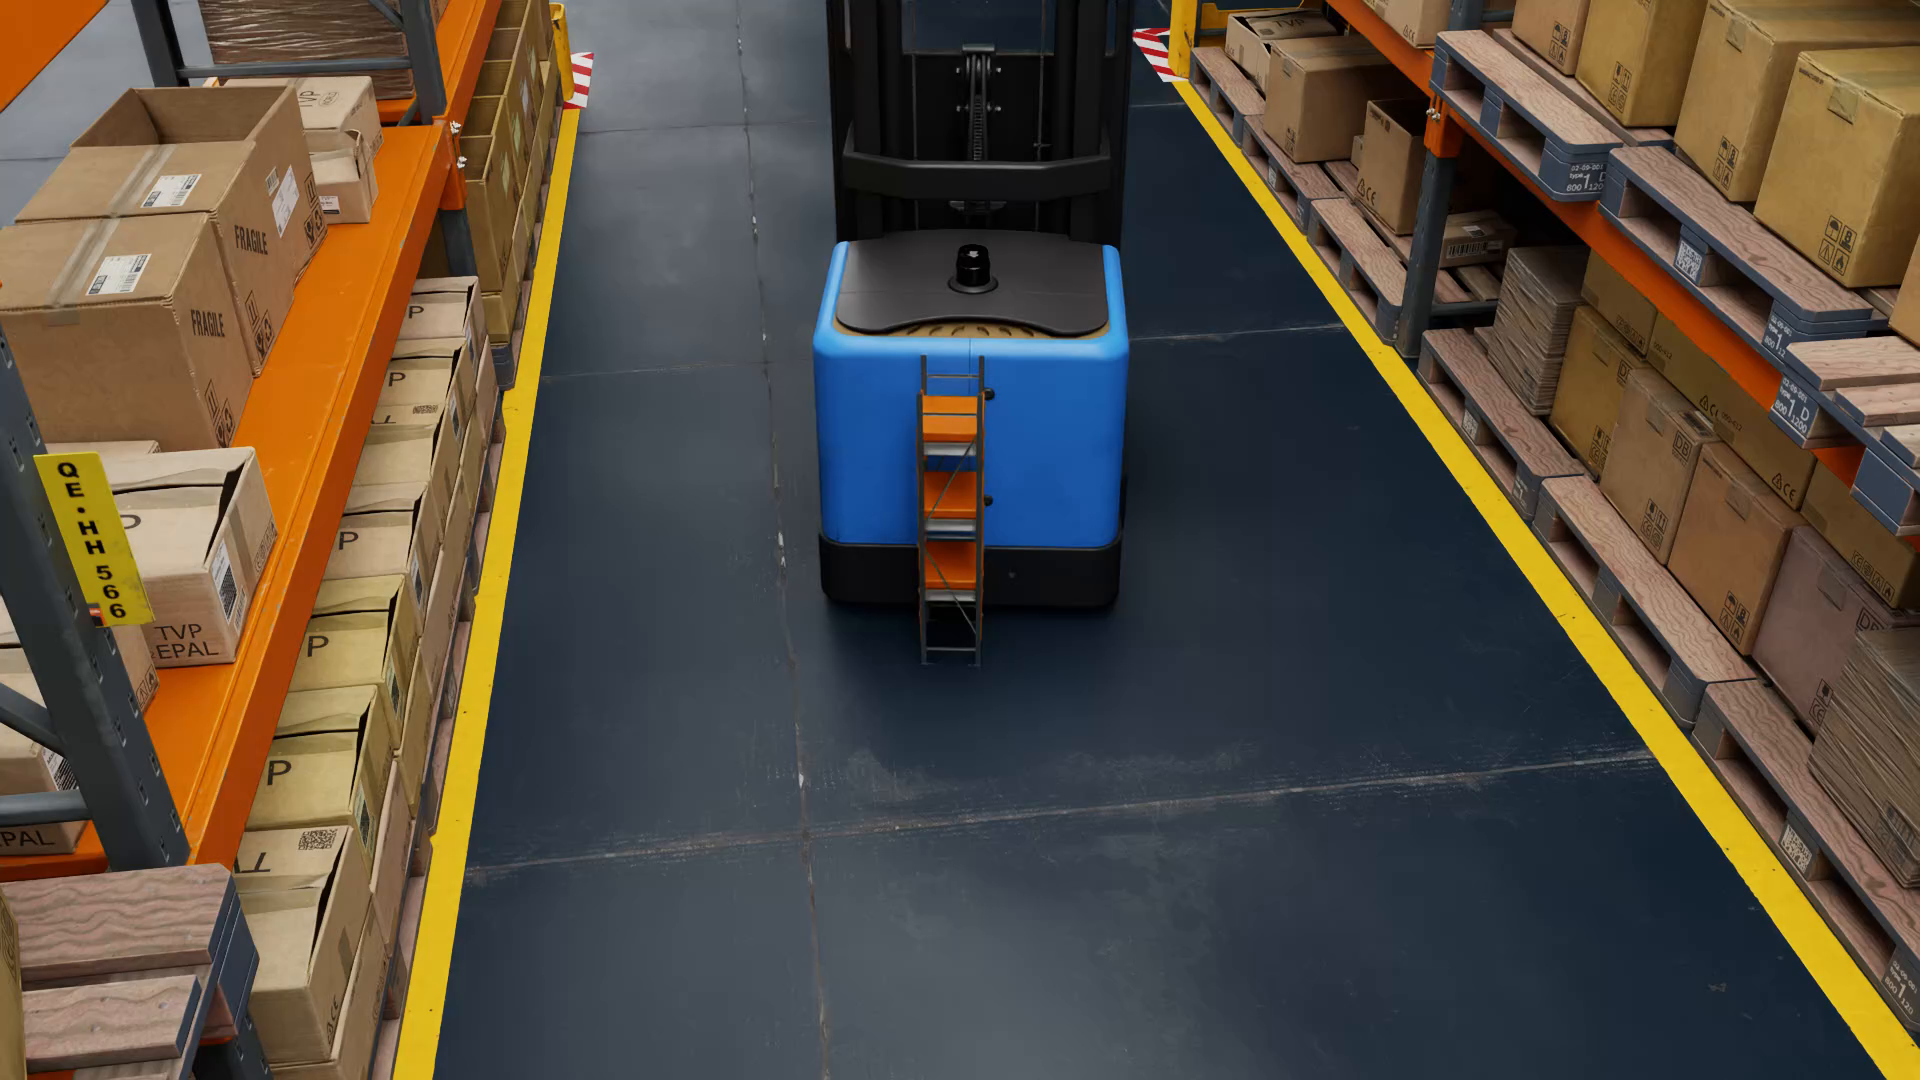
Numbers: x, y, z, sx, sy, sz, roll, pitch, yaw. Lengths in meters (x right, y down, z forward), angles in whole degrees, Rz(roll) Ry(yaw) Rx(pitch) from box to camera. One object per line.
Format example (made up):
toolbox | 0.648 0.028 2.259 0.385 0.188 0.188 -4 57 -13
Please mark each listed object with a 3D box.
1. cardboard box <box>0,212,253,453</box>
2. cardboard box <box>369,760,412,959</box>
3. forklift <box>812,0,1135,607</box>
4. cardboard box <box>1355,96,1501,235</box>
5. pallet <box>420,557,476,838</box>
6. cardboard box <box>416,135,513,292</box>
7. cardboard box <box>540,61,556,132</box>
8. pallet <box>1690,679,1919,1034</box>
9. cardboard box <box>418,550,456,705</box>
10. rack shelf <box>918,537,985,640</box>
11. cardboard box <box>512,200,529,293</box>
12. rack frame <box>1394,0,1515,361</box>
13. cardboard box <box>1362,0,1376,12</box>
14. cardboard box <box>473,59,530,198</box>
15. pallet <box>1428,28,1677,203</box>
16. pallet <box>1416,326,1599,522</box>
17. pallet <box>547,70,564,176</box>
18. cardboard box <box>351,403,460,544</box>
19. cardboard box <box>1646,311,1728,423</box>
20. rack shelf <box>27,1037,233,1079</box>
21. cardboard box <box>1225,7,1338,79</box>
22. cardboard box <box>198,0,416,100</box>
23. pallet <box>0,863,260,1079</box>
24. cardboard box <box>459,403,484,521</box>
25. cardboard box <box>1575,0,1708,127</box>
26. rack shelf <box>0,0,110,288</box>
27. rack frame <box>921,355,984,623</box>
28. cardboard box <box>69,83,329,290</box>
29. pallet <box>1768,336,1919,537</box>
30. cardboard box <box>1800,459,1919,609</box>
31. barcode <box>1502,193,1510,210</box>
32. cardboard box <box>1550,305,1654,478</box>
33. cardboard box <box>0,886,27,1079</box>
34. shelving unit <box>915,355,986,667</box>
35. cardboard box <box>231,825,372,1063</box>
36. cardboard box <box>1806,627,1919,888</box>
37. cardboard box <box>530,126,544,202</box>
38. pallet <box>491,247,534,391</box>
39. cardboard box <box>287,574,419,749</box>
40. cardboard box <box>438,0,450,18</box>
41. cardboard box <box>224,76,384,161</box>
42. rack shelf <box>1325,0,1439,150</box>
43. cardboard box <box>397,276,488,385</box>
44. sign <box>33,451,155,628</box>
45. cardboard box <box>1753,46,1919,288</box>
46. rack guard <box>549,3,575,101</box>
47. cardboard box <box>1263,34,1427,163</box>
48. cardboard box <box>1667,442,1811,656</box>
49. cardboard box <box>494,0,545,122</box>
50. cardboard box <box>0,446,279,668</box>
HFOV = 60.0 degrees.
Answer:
cardboard box | -2.144 -0.481 4.203 0.500 0.500 0.500 -6 35 -9
cardboard box | -1.750 0.864 4.388 0.500 0.250 0.500 -5 35 -8
forklift | 0.080 -1.779 6.258 1.130 2.935 3.031 1 34 2
cardboard box | 2.289 -1.839 8.113 0.500 0.500 0.500 -7 35 -10
pallet | -2.135 0.506 5.319 1.003 0.211 1.213 -4 35 -6
cardboard box | -2.192 -1.366 6.994 0.500 0.500 0.500 -4 35 -6
cardboard box | -2.534 -2.451 9.251 0.500 0.250 0.500 -4 35 -6
pallet | 2.902 0.835 4.838 1.003 0.211 1.213 -4 35 -6
cardboard box | -1.895 0.288 5.233 0.500 0.250 0.500 -4 34 -5
rack shelf | -0.027 0.161 5.594 0.215 0.259 0.240 1 34 2
cardboard box | -2.264 -1.335 7.614 0.500 0.250 0.500 -4 35 -6
rack frame | 2.468 -2.114 6.688 1.000 3.000 0.127 -4 35 -6
cardboard box | 2.045 -2.580 7.487 0.500 0.250 0.500 -4 35 -6
cardboard box | -2.327 -1.924 7.812 0.500 0.500 0.500 -4 35 -6
pallet | 2.427 -1.597 6.100 1.003 0.211 1.213 -4 35 -6
pallet | 2.574 -0.527 6.836 1.003 0.211 1.213 -4 35 -6
pallet | -2.834 -2.393 9.573 1.003 0.211 1.213 -4 35 -6
cardboard box | -1.961 -0.233 5.498 0.500 0.311 0.500 -4 35 -7
cardboard box | 2.720 -0.627 5.670 0.500 0.250 0.500 -5 35 -8
rack shelf | -1.633 1.909 1.424 1.077 0.370 4.000 -4 35 -6
cardboard box | 1.934 -3.023 10.020 0.500 0.311 0.500 -8 35 -12
cardboard box | -2.506 -2.025 6.469 0.700 0.500 0.500 -5 35 -8
pallet | -1.741 0.948 2.366 1.213 0.211 1.003 -4 35 -6
cardboard box | -2.031 -0.282 6.069 0.500 0.250 0.500 -5 35 -7
cardboard box | 2.571 -1.738 5.657 0.700 0.500 0.500 -1 34 -1
rack shelf | -2.171 -1.562 3.854 1.077 0.370 4.000 -4 35 -6
rack frame | -0.023 -0.146 5.532 0.200 1.050 0.008 1 34 2
cardboard box | -2.282 -1.054 5.044 0.500 0.500 0.500 -2 34 -3
pallet | 2.805 -0.192 4.038 1.213 0.211 1.003 -4 35 -6
cardboard box | 2.843 -0.061 4.839 0.500 0.250 0.500 -4 34 -5
barcode | 2.651 -1.644 8.076 0.001 0.075 0.075 -4 35 -6
cardboard box | 2.703 -0.568 6.249 0.700 0.500 0.500 -5 35 -7
cardboard box | -1.706 0.624 2.209 0.700 0.500 0.500 -16 37 -22
shelving unit | -0.027 -0.077 5.431 0.215 1.050 0.252 1 34 2
cardboard box | -1.682 0.912 3.818 0.500 0.311 0.500 -3 34 -5
cardboard box | 2.858 0.572 4.576 0.700 0.500 0.500 -4 34 -6
cardboard box | -2.400 -1.893 8.432 0.500 0.250 0.500 -4 35 -6
pallet | -2.506 -1.031 7.575 1.003 0.211 1.213 -4 35 -6
cardboard box | -1.827 0.335 4.666 0.500 0.311 0.500 -5 35 -8
cardboard box | -2.647 -2.599 7.311 0.700 0.500 0.500 -4 34 -6
cardboard box | -2.331 -1.403 5.778 0.500 0.250 0.500 -2 34 -3
rack shelf | 2.199 -2.932 8.528 1.077 0.370 4.000 -4 35 -6
cardboard box | -2.102 -0.801 6.333 0.500 0.311 0.500 -4 35 -6
sign | -1.366 0.004 2.623 0.100 0.325 0.005 -4 35 -6
cardboard box | 2.743 -1.060 4.662 0.700 0.500 0.500 -4 35 -6
rack guard | -2.981 -2.949 10.133 1.175 0.500 0.348 -4 35 -6
cardboard box | 2.060 -2.370 8.894 0.700 0.500 0.500 -6 35 -9
cardboard box | 2.809 0.000 5.415 0.700 0.500 0.500 -5 35 -7
cardboard box | -2.462 -2.482 8.631 0.500 0.500 0.500 -4 35 -6
cardboard box | -1.831 0.019 3.638 0.500 0.311 0.500 -5 35 -7
